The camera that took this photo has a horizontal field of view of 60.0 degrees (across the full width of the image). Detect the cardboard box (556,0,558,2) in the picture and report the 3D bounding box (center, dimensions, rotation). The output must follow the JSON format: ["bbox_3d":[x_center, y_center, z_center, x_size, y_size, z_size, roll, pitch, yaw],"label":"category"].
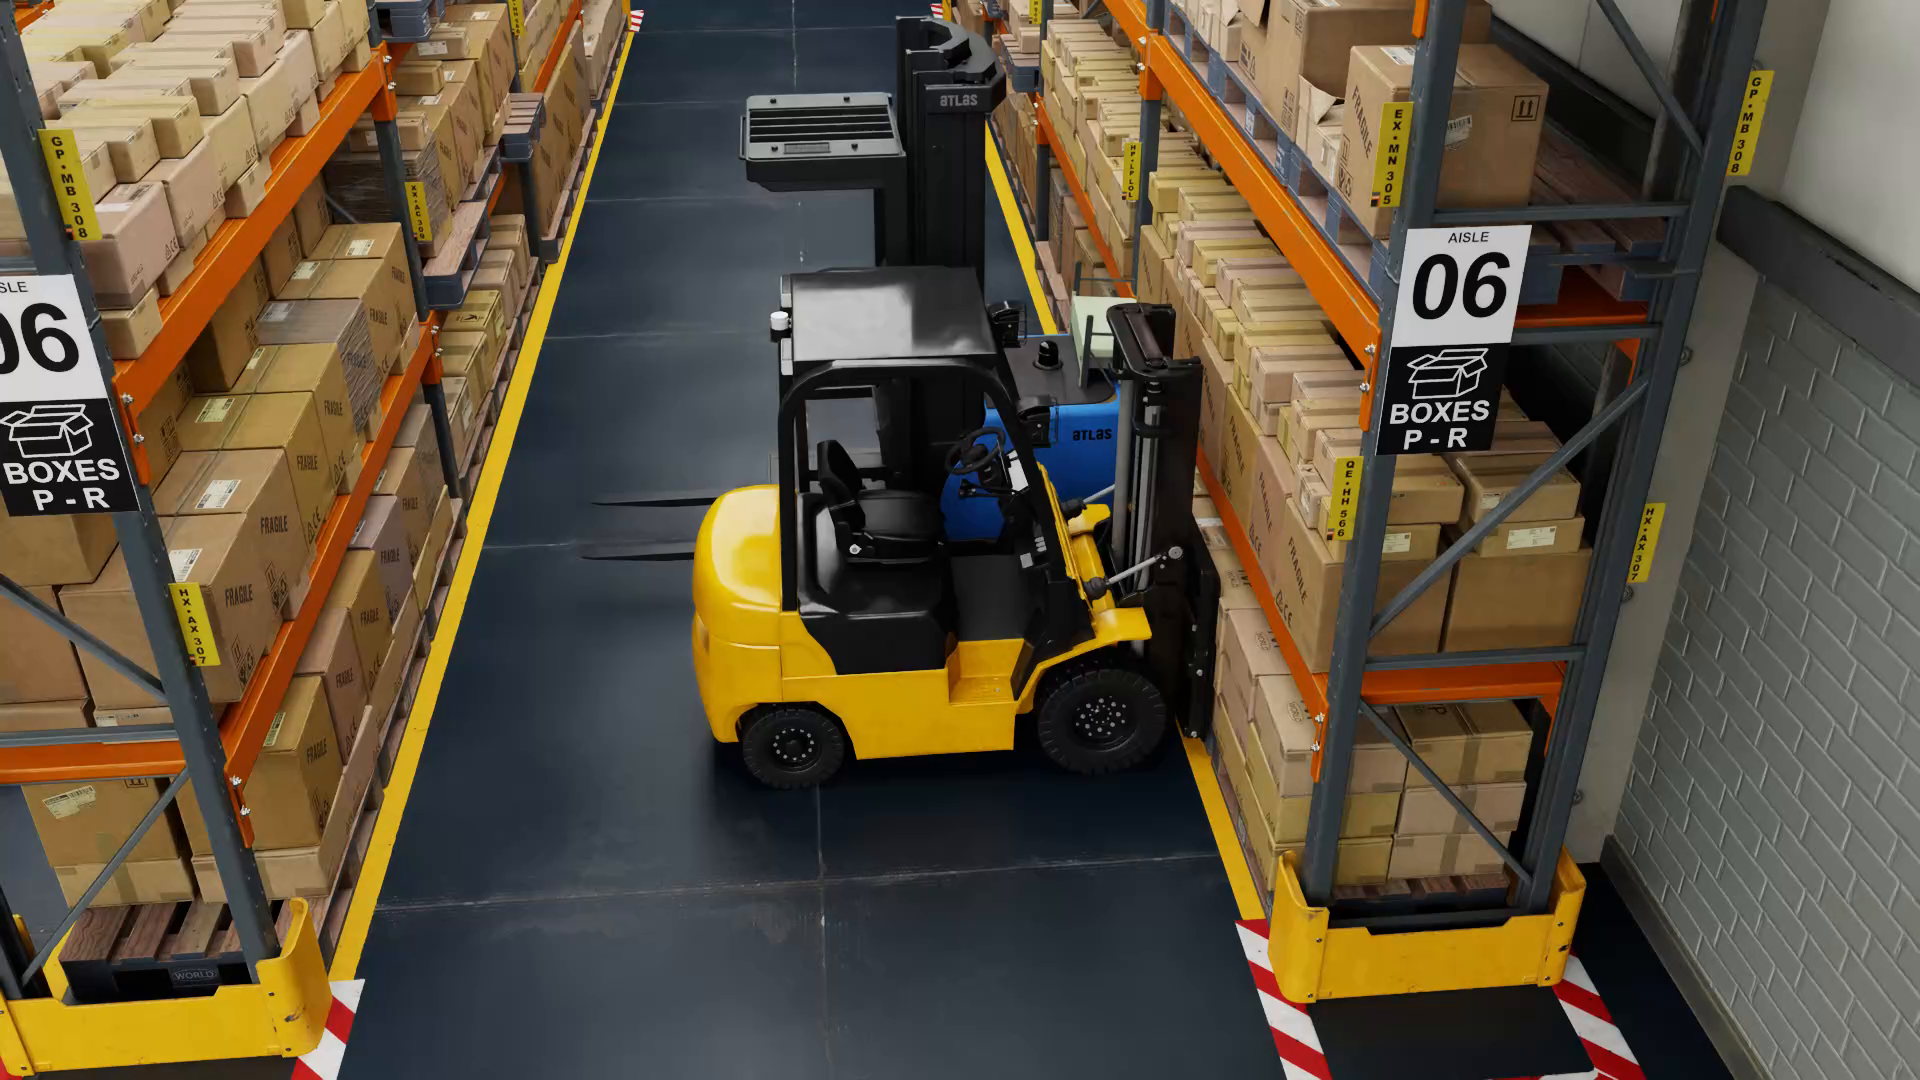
[{"bbox_3d":[-3.808,-4.865,14.629,0.500,0.250,0.500,-2,31,-3],"label":"cardboard box"}]

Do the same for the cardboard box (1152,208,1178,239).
[{"bbox_3d":[1.258,-1.749,9.023,0.380,0.149,0.250,-3,31,-5],"label":"cardboard box"}]

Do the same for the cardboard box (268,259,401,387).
[{"bbox_3d":[-3.108,-1.056,8.206,0.500,0.500,0.500,-2,31,-3],"label":"cardboard box"}]

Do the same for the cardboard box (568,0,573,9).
[{"bbox_3d":[-3.907,-5.166,15.620,0.500,0.250,0.500,-3,31,-6],"label":"cardboard box"}]

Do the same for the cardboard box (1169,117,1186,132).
[{"bbox_3d":[1.624,-2.544,10.743,0.500,0.250,0.500,-3,31,-6],"label":"cardboard box"}]

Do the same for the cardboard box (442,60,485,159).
[{"bbox_3d":[-3.349,-2.737,10.611,0.500,0.500,0.500,-4,31,-7],"label":"cardboard box"}]

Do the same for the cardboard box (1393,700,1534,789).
[{"bbox_3d":[2.007,0.756,6.856,0.500,0.250,0.500,-3,31,-5],"label":"cardboard box"}]

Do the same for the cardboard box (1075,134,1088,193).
[{"bbox_3d":[1.058,-2.558,11.253,0.500,0.250,0.500,-2,31,-3],"label":"cardboard box"}]

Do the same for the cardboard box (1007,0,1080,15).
[{"bbox_3d":[0.779,-4.694,14.174,0.797,0.503,0.637,-3,31,-6],"label":"cardboard box"}]

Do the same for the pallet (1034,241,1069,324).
[{"bbox_3d":[1.154,-2.025,12.936,1.003,0.211,1.213,-3,31,-5],"label":"pallet"}]

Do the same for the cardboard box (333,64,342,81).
[{"bbox_3d":[-3.183,-2.263,7.934,0.380,0.149,0.250,-2,31,-4],"label":"cardboard box"}]

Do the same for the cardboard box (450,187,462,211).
[{"bbox_3d":[-3.289,-2.135,10.235,0.380,0.149,0.250,-2,31,-4],"label":"cardboard box"}]

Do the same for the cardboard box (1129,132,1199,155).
[{"bbox_3d":[1.224,-2.346,10.023,0.380,0.149,0.250,-3,31,-5],"label":"cardboard box"}]

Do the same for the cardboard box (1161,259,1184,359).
[{"bbox_3d":[1.336,-1.141,8.639,0.500,0.500,0.500,-2,31,-4],"label":"cardboard box"}]

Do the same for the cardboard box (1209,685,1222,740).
[{"bbox_3d":[1.430,0.705,7.917,0.500,0.250,0.500,-2,31,-4],"label":"cardboard box"}]

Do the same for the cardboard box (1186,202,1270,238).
[{"bbox_3d":[1.371,-1.616,8.510,0.380,0.149,0.250,-3,31,-6],"label":"cardboard box"}]

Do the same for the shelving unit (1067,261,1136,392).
[{"bbox_3d":[0.826,-0.739,9.497,0.431,1.500,0.755,2,32,-3],"label":"shelving unit"}]

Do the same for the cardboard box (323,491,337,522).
[{"bbox_3d":[-3.001,-0.194,7.395,0.380,0.149,0.250,-4,31,-6],"label":"cardboard box"}]

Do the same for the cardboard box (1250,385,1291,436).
[{"bbox_3d":[1.451,-0.571,7.051,0.380,0.149,0.250,-4,31,-6],"label":"cardboard box"}]

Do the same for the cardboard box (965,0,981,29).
[{"bbox_3d":[0.322,-5.807,18.575,0.500,0.500,0.500,-2,31,-4],"label":"cardboard box"}]

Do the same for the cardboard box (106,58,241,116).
[{"bbox_3d":[-2.921,-1.684,6.186,0.380,0.149,0.250,-2,31,-3],"label":"cardboard box"}]

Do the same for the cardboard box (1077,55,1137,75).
[{"bbox_3d":[1.018,-3.263,11.559,0.380,0.149,0.250,-2,31,-4],"label":"cardboard box"}]

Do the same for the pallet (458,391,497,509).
[{"bbox_3d":[-3.526,-0.563,10.487,1.003,0.211,1.213,-3,31,-5],"label":"pallet"}]

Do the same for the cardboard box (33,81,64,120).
[{"bbox_3d":[-3.420,-1.522,5.915,0.380,0.149,0.250,-3,31,-5],"label":"cardboard box"}]

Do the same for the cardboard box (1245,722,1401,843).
[{"bbox_3d":[1.507,0.992,6.949,0.500,0.250,0.500,-3,31,-5],"label":"cardboard box"}]

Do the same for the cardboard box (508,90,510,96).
[{"bbox_3d":[-3.464,-3.188,11.998,0.380,0.149,0.250,-2,31,-4],"label":"cardboard box"}]

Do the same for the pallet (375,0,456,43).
[{"bbox_3d":[-3.404,-2.890,8.922,1.213,0.211,1.003,-3,31,-5],"label":"pallet"}]

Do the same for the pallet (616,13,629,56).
[{"bbox_3d":[-4.421,-5.888,19.402,1.003,0.211,1.213,-3,31,-5],"label":"pallet"}]

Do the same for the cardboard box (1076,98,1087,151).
[{"bbox_3d":[1.064,-2.773,11.127,0.500,0.250,0.500,-2,31,-4],"label":"cardboard box"}]

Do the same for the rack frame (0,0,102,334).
[{"bbox_3d":[-3.078,-1.896,4.150,1.000,3.000,0.127,-3,31,-5],"label":"rack frame"}]

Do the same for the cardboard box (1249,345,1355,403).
[{"bbox_3d":[1.431,-0.697,6.973,0.380,0.149,0.250,-2,31,-3],"label":"cardboard box"}]

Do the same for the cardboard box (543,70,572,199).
[{"bbox_3d":[-3.887,-3.485,14.323,0.875,0.875,0.875,-2,31,-4],"label":"cardboard box"}]

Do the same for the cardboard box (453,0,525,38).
[{"bbox_3d":[-3.628,-4.141,12.685,0.500,0.500,0.500,-4,31,-6],"label":"cardboard box"}]

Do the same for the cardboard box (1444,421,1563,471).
[{"bbox_3d":[2.082,-0.330,6.358,0.380,0.149,0.250,-2,31,-3],"label":"cardboard box"}]

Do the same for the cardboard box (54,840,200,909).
[{"bbox_3d":[-3.424,1.267,6.975,0.500,0.250,0.500,-3,31,-5],"label":"cardboard box"}]

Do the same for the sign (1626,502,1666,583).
[{"bbox_3d":[2.416,0.010,5.886,0.100,0.325,0.005,-3,31,-5],"label":"sign"}]

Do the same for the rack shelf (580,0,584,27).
[{"bbox_3d":[-4.386,-6.160,17.839,1.077,0.370,4.000,-3,31,-5],"label":"rack shelf"}]

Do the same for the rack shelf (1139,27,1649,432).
[{"bbox_3d":[1.676,-1.560,7.214,1.077,0.370,4.000,-3,31,-5],"label":"rack shelf"}]

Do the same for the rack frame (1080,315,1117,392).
[{"bbox_3d":[0.834,-0.544,9.187,0.400,1.500,0.023,2,32,-3],"label":"rack frame"}]

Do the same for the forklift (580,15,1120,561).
[{"bbox_3d":[-0.621,-1.225,8.943,3.031,2.935,1.130,-3,31,-5],"label":"forklift"}]

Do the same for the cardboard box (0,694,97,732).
[{"bbox_3d":[-3.326,0.607,6.055,0.380,0.149,0.250,-2,31,-3],"label":"cardboard box"}]

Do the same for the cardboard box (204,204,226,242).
[{"bbox_3d":[-2.967,-1.213,6.176,0.380,0.149,0.250,-4,31,-6],"label":"cardboard box"}]

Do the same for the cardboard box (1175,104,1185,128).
[{"bbox_3d":[1.604,-2.767,10.728,0.380,0.149,0.250,-3,31,-5],"label":"cardboard box"}]

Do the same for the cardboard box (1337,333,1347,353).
[{"bbox_3d":[1.920,-0.985,7.745,0.380,0.149,0.250,-4,31,-6],"label":"cardboard box"}]

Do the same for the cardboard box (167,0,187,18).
[{"bbox_3d":[-3.679,-2.442,7.456,0.380,0.149,0.250,-4,31,-6],"label":"cardboard box"}]

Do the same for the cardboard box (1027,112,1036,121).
[{"bbox_3d":[0.781,-3.545,14.156,0.380,0.149,0.250,-4,31,-6],"label":"cardboard box"}]

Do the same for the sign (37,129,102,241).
[{"bbox_3d":[-2.538,-1.010,4.738,0.100,0.325,0.005,-3,31,-5],"label":"sign"}]

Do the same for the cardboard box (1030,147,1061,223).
[{"bbox_3d":[0.862,-2.958,13.805,0.500,0.500,0.500,-2,31,-3],"label":"cardboard box"}]

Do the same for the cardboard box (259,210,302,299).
[{"bbox_3d":[-3.601,-1.466,7.917,0.700,0.500,0.500,-3,31,-4],"label":"cardboard box"}]

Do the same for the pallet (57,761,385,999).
[{"bbox_3d":[-3.126,1.421,7.165,1.003,0.211,1.213,-3,31,-5],"label":"pallet"}]

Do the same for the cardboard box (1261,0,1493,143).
[{"bbox_3d":[1.583,-1.856,6.403,0.700,0.500,0.500,-3,31,-4],"label":"cardboard box"}]

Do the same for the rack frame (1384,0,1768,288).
[{"bbox_3d":[1.863,-2.136,4.551,1.000,3.000,0.127,-3,31,-5],"label":"rack frame"}]

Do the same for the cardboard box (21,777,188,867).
[{"bbox_3d":[-3.413,0.961,6.757,0.500,0.500,0.500,-3,31,-4],"label":"cardboard box"}]

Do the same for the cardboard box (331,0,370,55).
[{"bbox_3d":[-3.142,-2.501,7.943,0.500,0.250,0.500,-3,31,-5],"label":"cardboard box"}]
